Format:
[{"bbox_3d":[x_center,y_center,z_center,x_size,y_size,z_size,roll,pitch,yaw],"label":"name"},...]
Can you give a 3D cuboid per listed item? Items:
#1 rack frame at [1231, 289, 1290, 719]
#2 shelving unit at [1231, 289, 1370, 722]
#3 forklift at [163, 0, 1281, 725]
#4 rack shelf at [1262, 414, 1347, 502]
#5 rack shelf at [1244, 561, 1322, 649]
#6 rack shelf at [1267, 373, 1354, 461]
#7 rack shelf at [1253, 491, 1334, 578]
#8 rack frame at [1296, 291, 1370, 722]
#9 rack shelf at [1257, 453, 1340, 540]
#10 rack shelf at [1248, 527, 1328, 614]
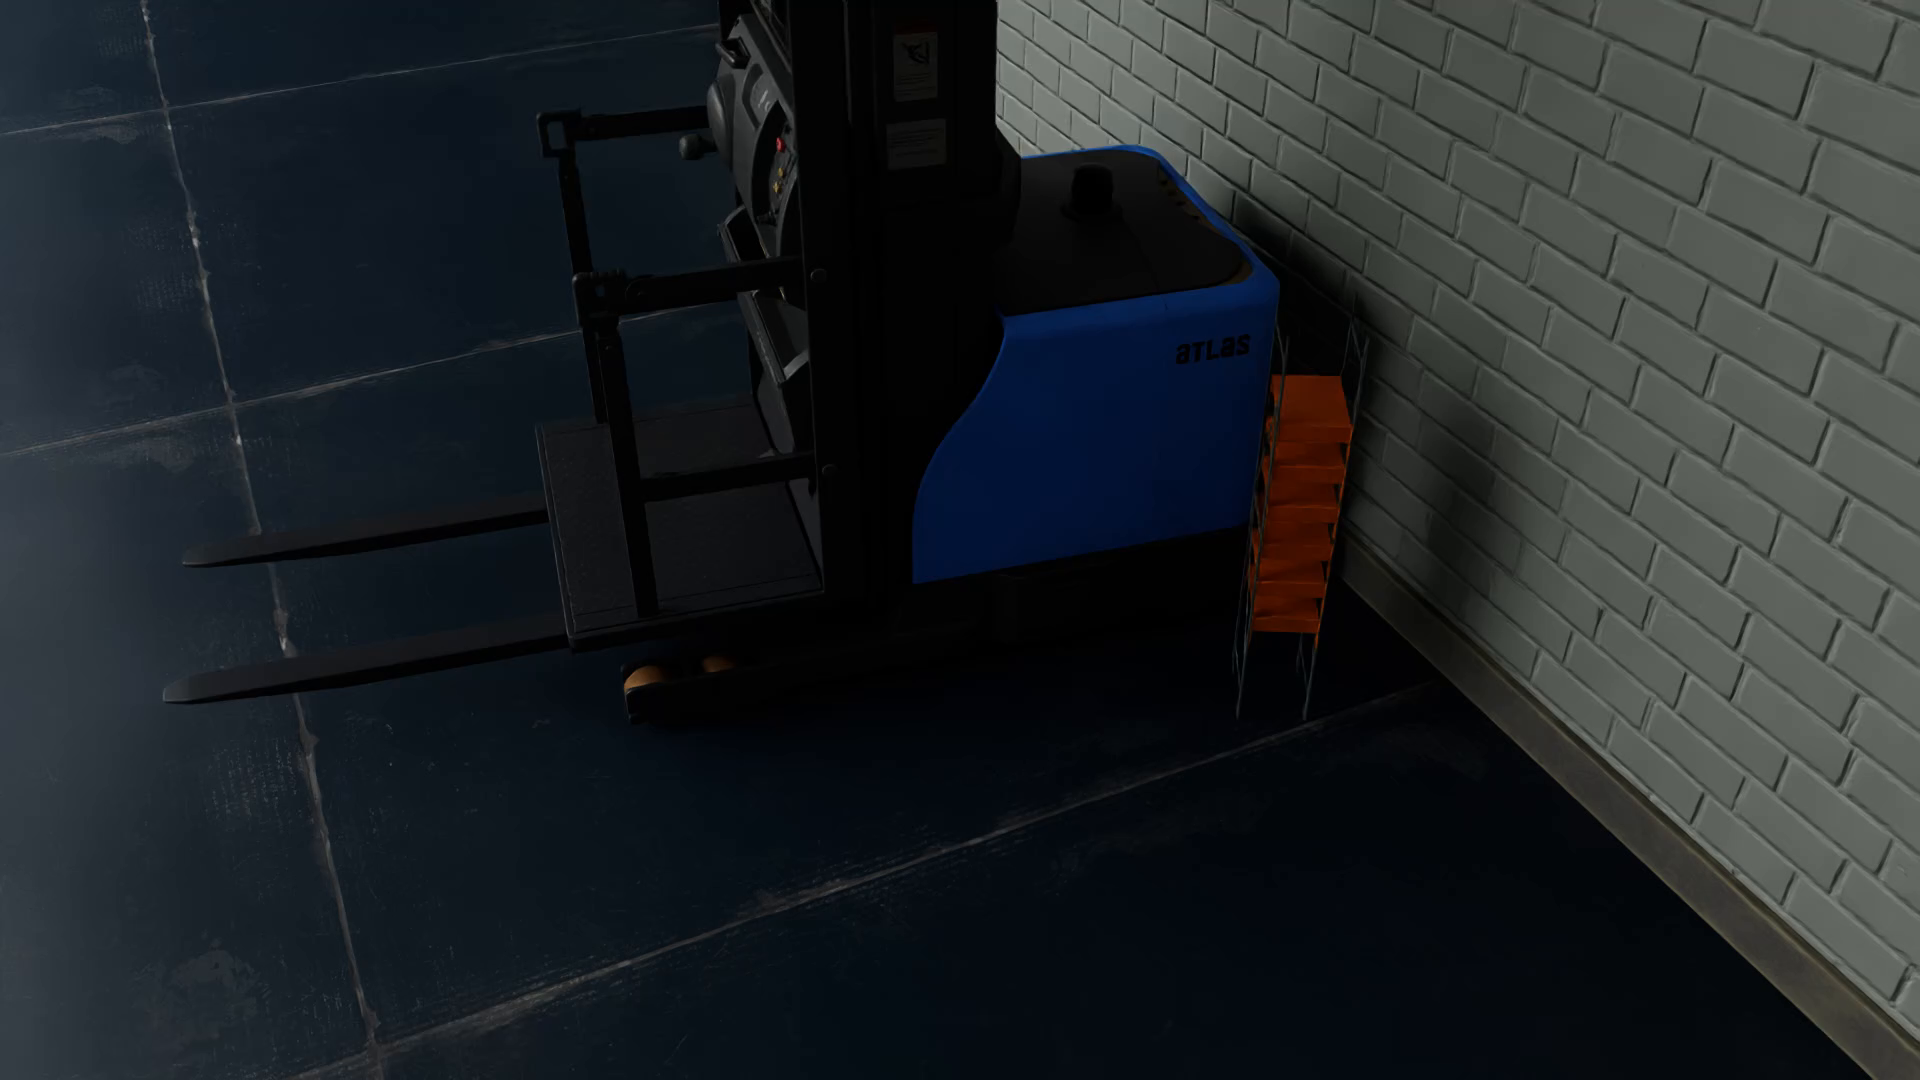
[{"bbox_3d":[0.774,-0.060,4.324,0.006,1.200,0.240,2,37,3],"label":"rack frame"},{"bbox_3d":[0.866,-0.056,4.319,0.189,1.200,0.258,2,37,3],"label":"shelving unit"},{"bbox_3d":[-0.706,-1.021,4.166,3.031,2.935,1.130,-10,38,-13],"label":"forklift"},{"bbox_3d":[0.866,-0.213,4.202,0.180,0.103,0.258,2,37,3],"label":"rack shelf"},{"bbox_3d":[0.866,0.172,4.488,0.180,0.103,0.258,2,37,3],"label":"rack shelf"},{"bbox_3d":[0.866,-0.310,4.131,0.180,0.103,0.258,2,37,3],"label":"rack shelf"},{"bbox_3d":[0.866,-0.021,4.345,0.180,0.103,0.258,2,37,3],"label":"rack shelf"},{"bbox_3d":[0.957,-0.053,4.314,0.006,1.200,0.240,2,37,3],"label":"rack frame"},{"bbox_3d":[0.866,-0.117,4.274,0.180,0.103,0.258,2,37,3],"label":"rack shelf"},{"bbox_3d":[0.866,0.076,4.417,0.180,0.103,0.258,2,37,3],"label":"rack shelf"}]
